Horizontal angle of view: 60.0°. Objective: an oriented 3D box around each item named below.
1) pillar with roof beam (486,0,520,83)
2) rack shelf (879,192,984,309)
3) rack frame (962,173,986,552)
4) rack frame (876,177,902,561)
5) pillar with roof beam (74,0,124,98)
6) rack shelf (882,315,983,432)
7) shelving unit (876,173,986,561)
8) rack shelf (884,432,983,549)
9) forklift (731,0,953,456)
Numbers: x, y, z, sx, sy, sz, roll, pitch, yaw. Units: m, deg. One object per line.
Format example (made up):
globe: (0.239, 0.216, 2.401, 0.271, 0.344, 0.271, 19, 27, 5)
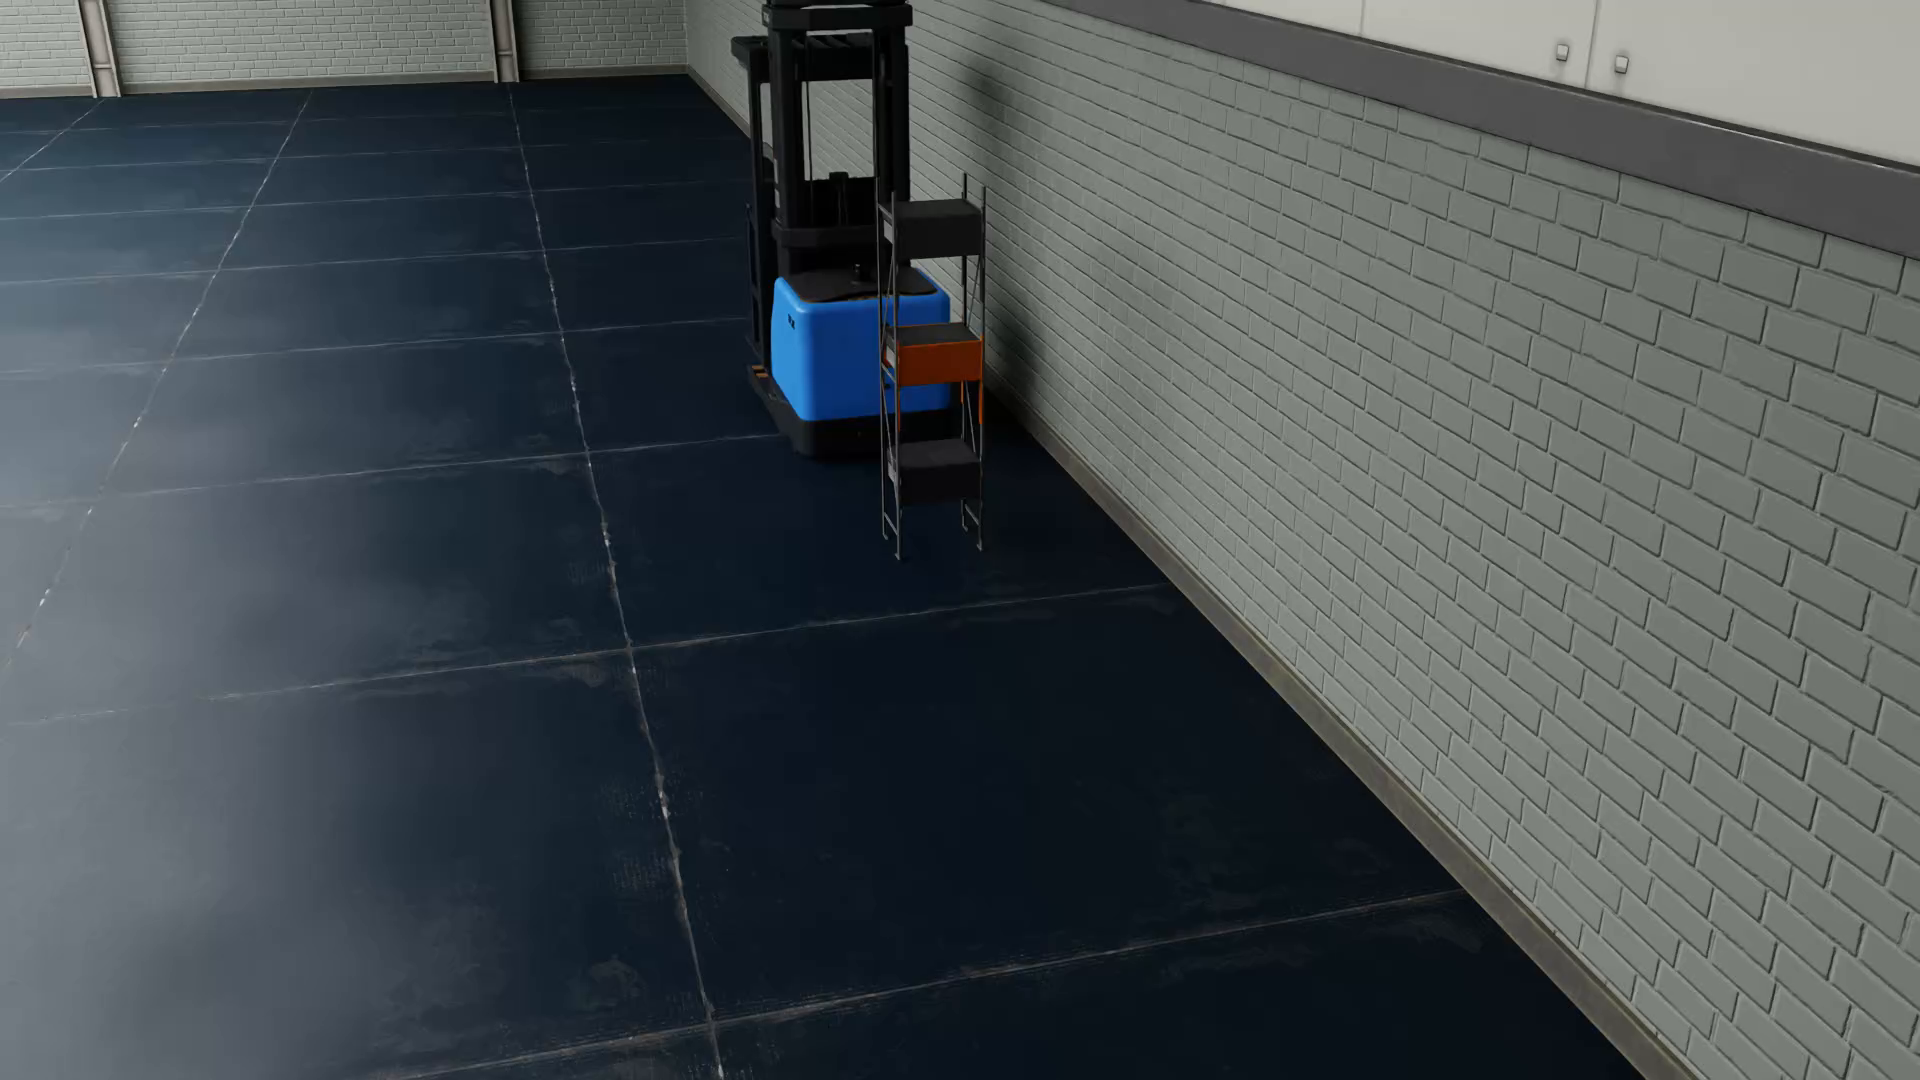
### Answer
pillar with roof beam: (-6.280, -10.042, 21.741, 0.400, 9.000, 9.100, -6, 24, -14)
rack shelf: (-0.159, -1.578, 9.024, 0.480, 0.518, 0.431, -6, 24, -14)
rack frame: (0.076, -0.973, 9.355, 0.015, 2.100, 0.400, -6, 24, -14)
rack frame: (-0.394, -0.921, 9.234, 0.015, 2.100, 0.400, -6, 24, -14)
pillar with roof beam: (-12.057, -9.403, 20.252, 0.400, 9.000, 9.100, -6, 24, -14)
rack shelf: (-0.159, -0.935, 9.300, 0.480, 0.518, 0.431, -6, 24, -14)
shelving unit: (-0.159, -0.947, 9.295, 0.503, 2.100, 0.431, -6, 24, -14)
rack shelf: (-0.159, -0.291, 9.576, 0.480, 0.518, 0.431, -6, 24, -14)
forklift: (-0.953, -2.445, 11.732, 1.130, 2.935, 3.031, -7, 24, -15)
